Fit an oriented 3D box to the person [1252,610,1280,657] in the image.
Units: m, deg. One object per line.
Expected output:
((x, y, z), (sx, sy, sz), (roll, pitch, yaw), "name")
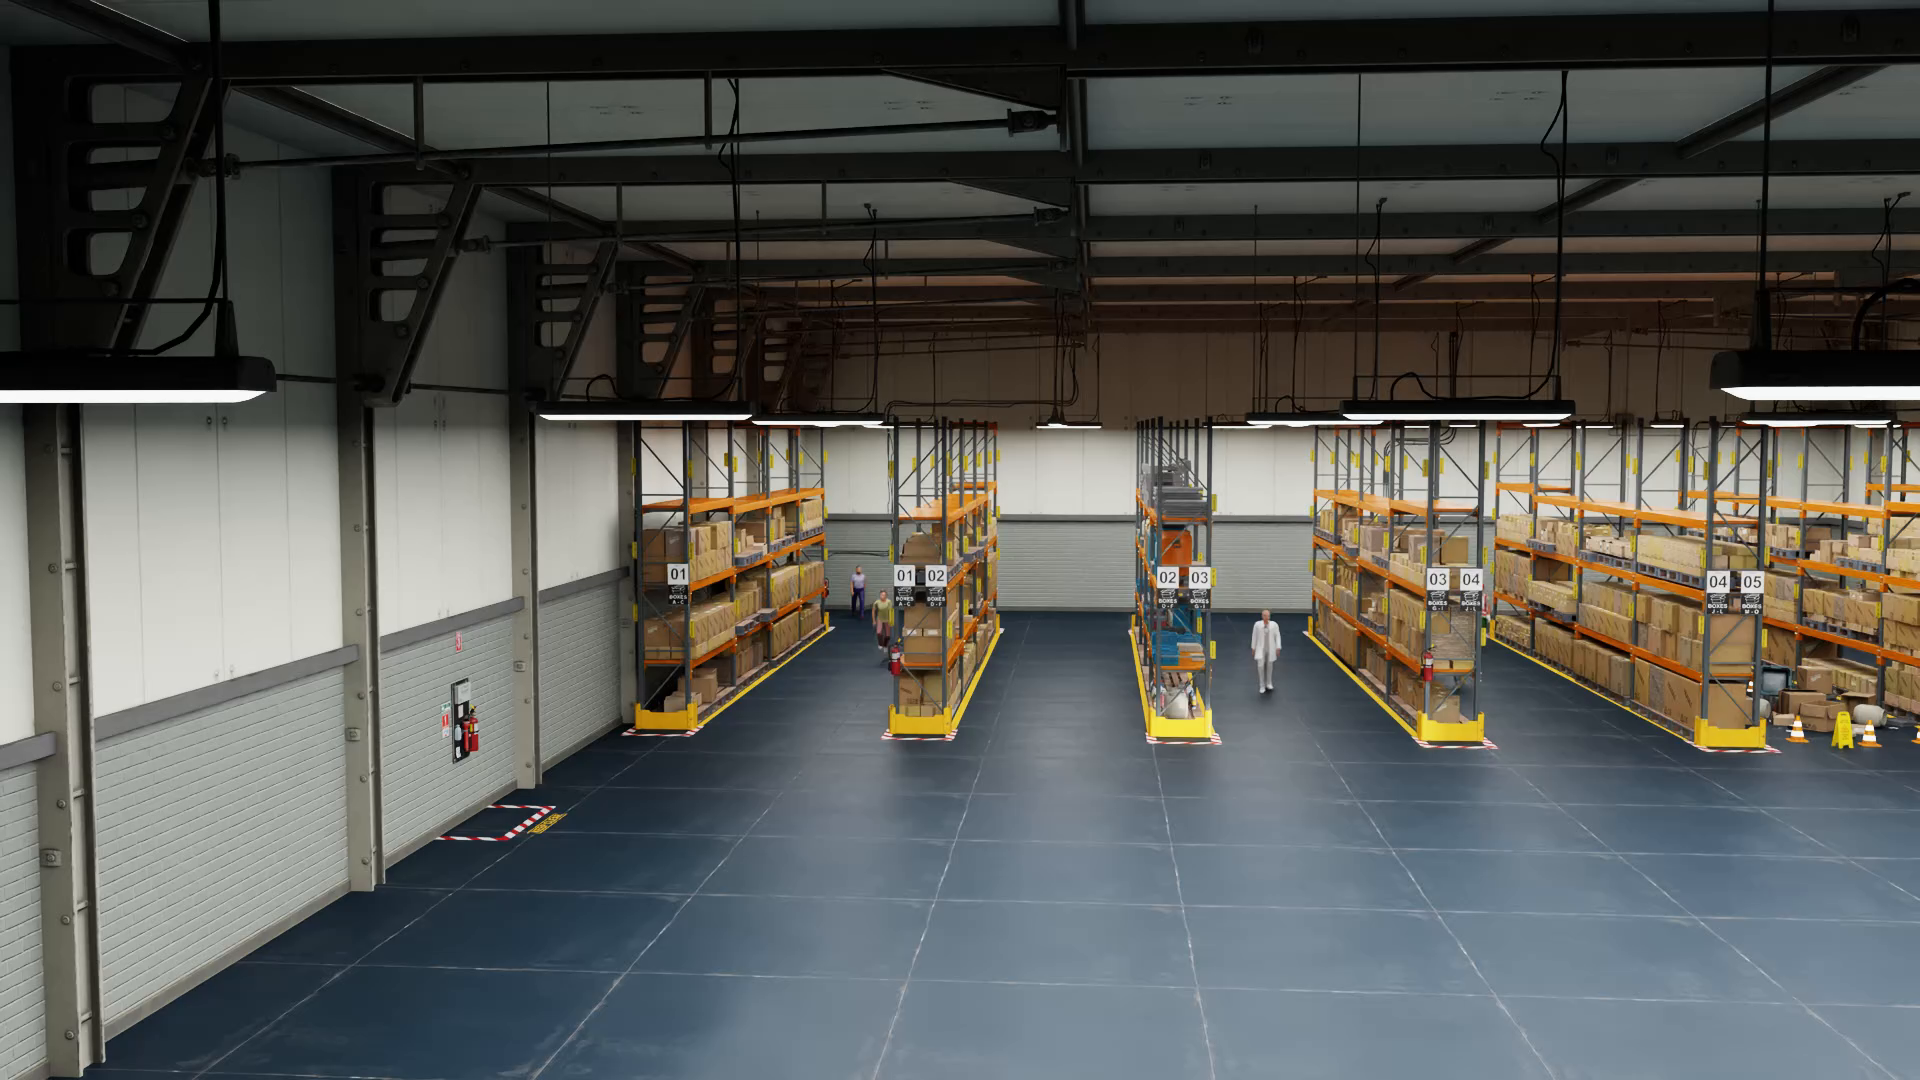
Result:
((6.756, 2.071, 36.659), (0.608, 1.058, 0.387), (0, 4, 6), "person")

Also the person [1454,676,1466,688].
((11.168, 2.554, 37.270), (0.434, 1.481, 0.609), (1, 4, 17), "person")

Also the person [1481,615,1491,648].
((13.560, 2.397, 43.353), (0.458, 0.915, 1.054), (0, 4, 6), "person")

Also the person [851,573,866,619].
((-3.114, 1.696, 50.833), (0.460, 1.375, 0.975), (0, 4, -6), "person")

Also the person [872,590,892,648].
((-1.936, 1.979, 41.664), (0.535, 1.498, 0.667), (-1, 4, -9), "person")
